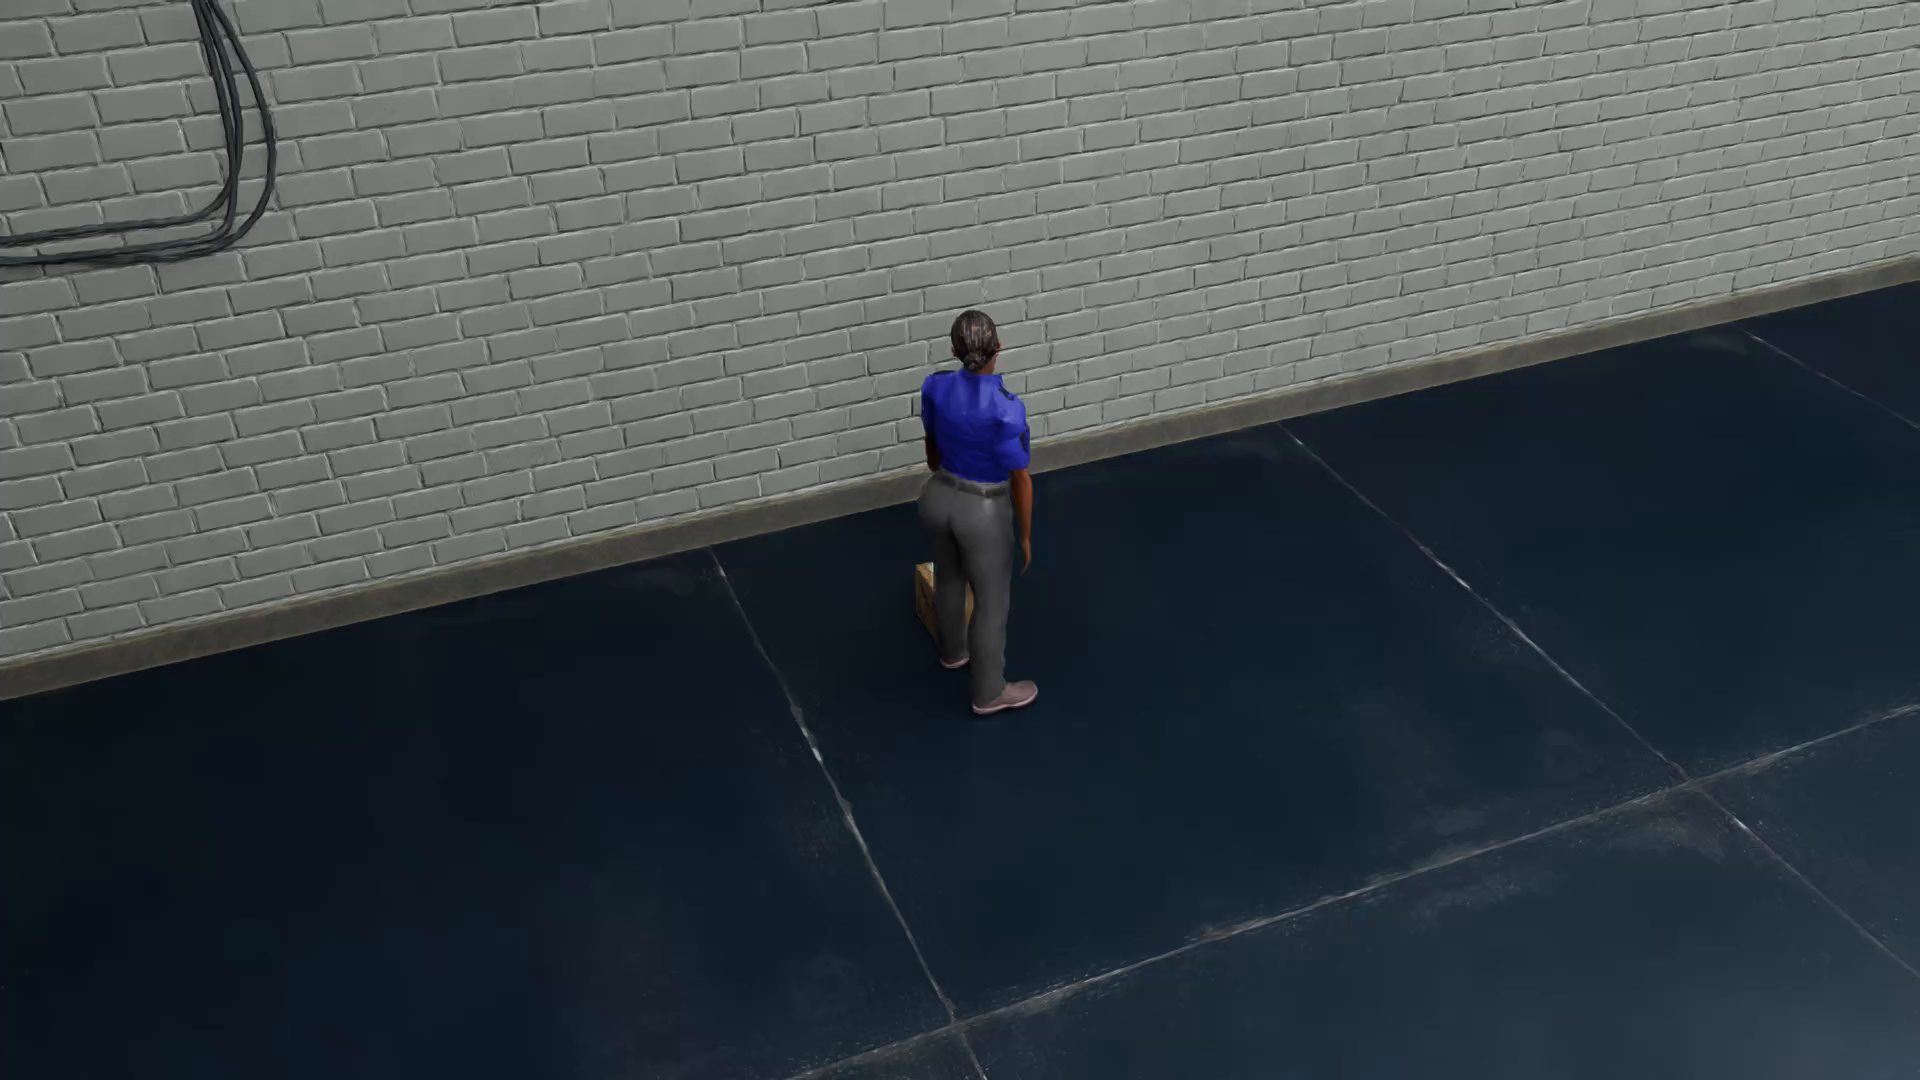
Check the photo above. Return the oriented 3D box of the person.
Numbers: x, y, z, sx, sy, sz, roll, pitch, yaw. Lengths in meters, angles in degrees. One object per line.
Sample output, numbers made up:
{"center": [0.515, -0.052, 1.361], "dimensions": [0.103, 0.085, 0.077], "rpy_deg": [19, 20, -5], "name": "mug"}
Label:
{"center": [0.106, -0.119, 6.289], "dimensions": [0.495, 1.665, 0.463], "rpy_deg": [20, 39, 27], "name": "person"}
